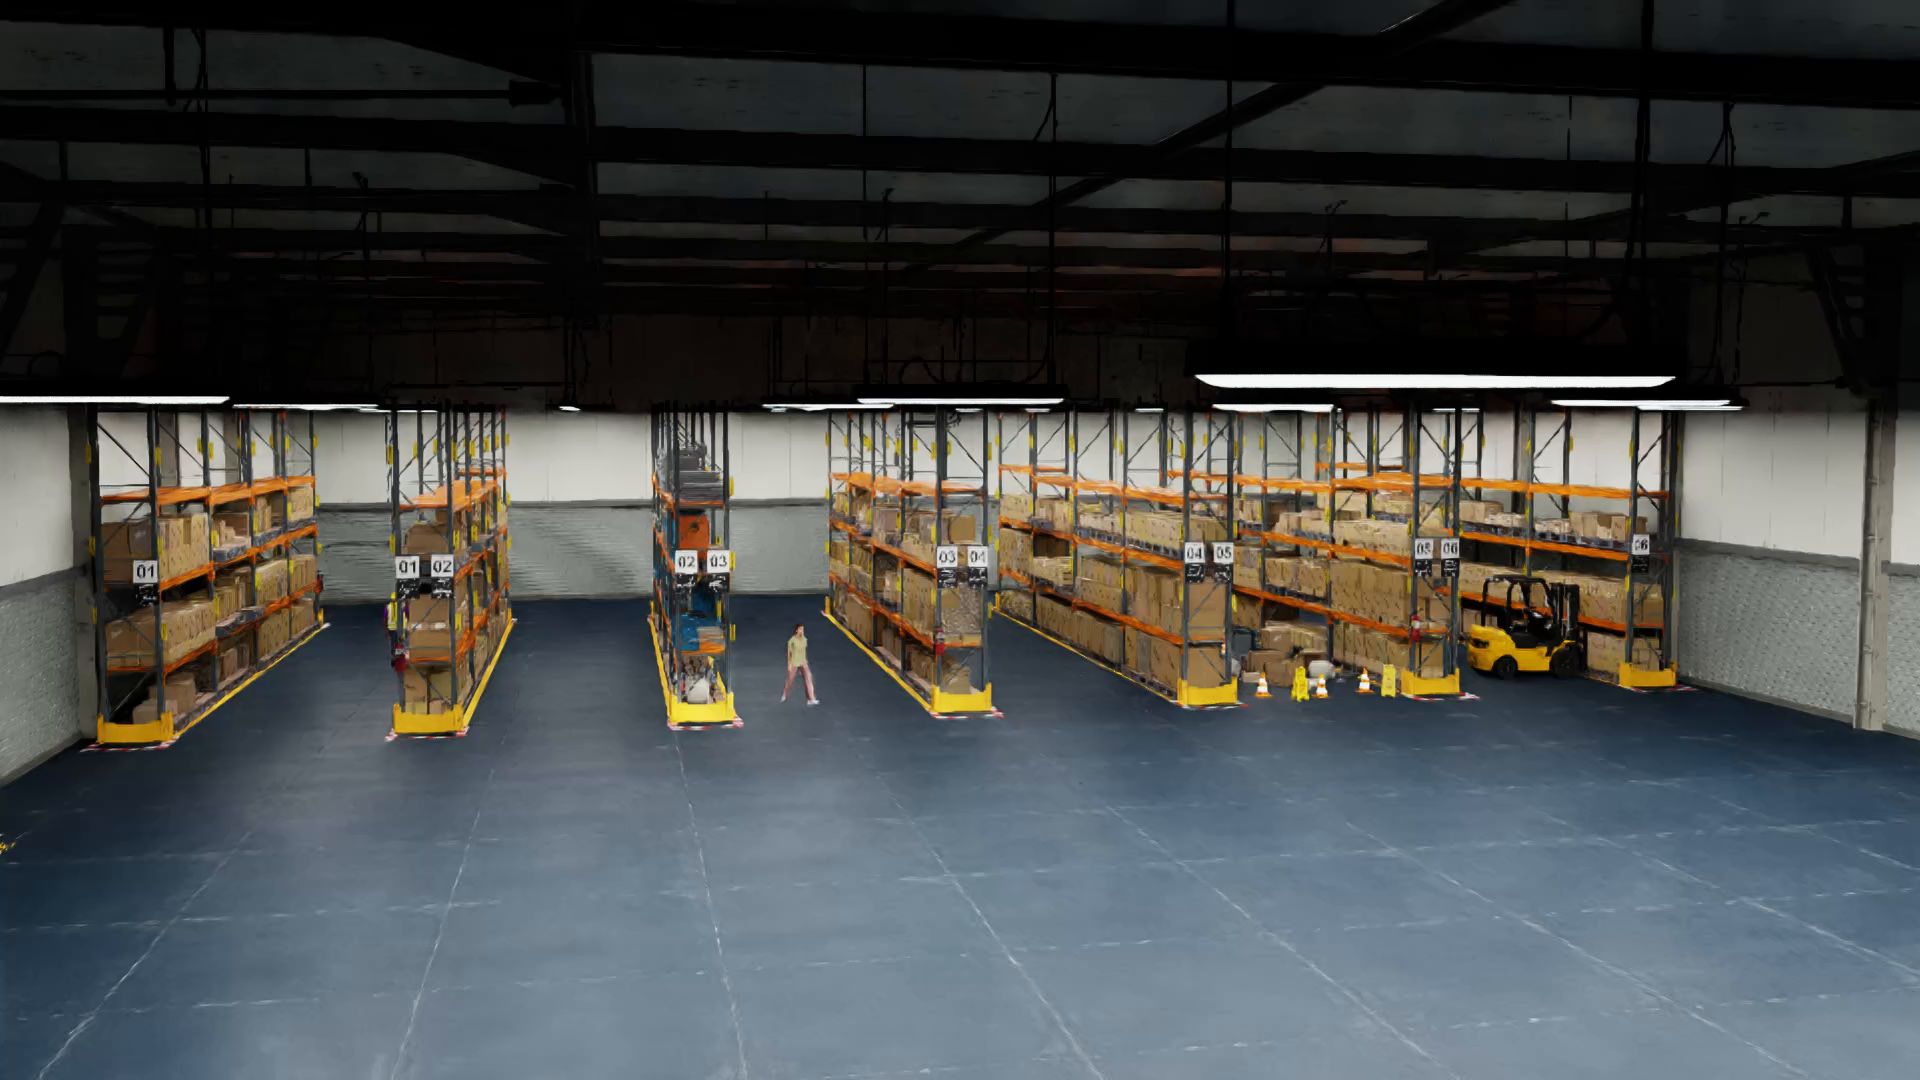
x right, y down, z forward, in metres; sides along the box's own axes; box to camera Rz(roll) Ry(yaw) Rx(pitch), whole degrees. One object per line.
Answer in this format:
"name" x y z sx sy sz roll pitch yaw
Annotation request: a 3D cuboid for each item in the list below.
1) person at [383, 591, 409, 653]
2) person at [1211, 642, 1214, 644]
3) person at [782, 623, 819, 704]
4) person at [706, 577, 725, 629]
"person" -12.864 2.010 37.956 0.577 1.687 1.121 -1 4 -9
"person" 5.957 1.834 39.565 0.522 1.787 0.654 -3 6 -39
"person" -3.202 2.437 32.923 0.484 1.622 0.949 -3 5 -35
"person" -6.533 1.550 44.247 0.676 1.659 0.799 -3 5 -32
